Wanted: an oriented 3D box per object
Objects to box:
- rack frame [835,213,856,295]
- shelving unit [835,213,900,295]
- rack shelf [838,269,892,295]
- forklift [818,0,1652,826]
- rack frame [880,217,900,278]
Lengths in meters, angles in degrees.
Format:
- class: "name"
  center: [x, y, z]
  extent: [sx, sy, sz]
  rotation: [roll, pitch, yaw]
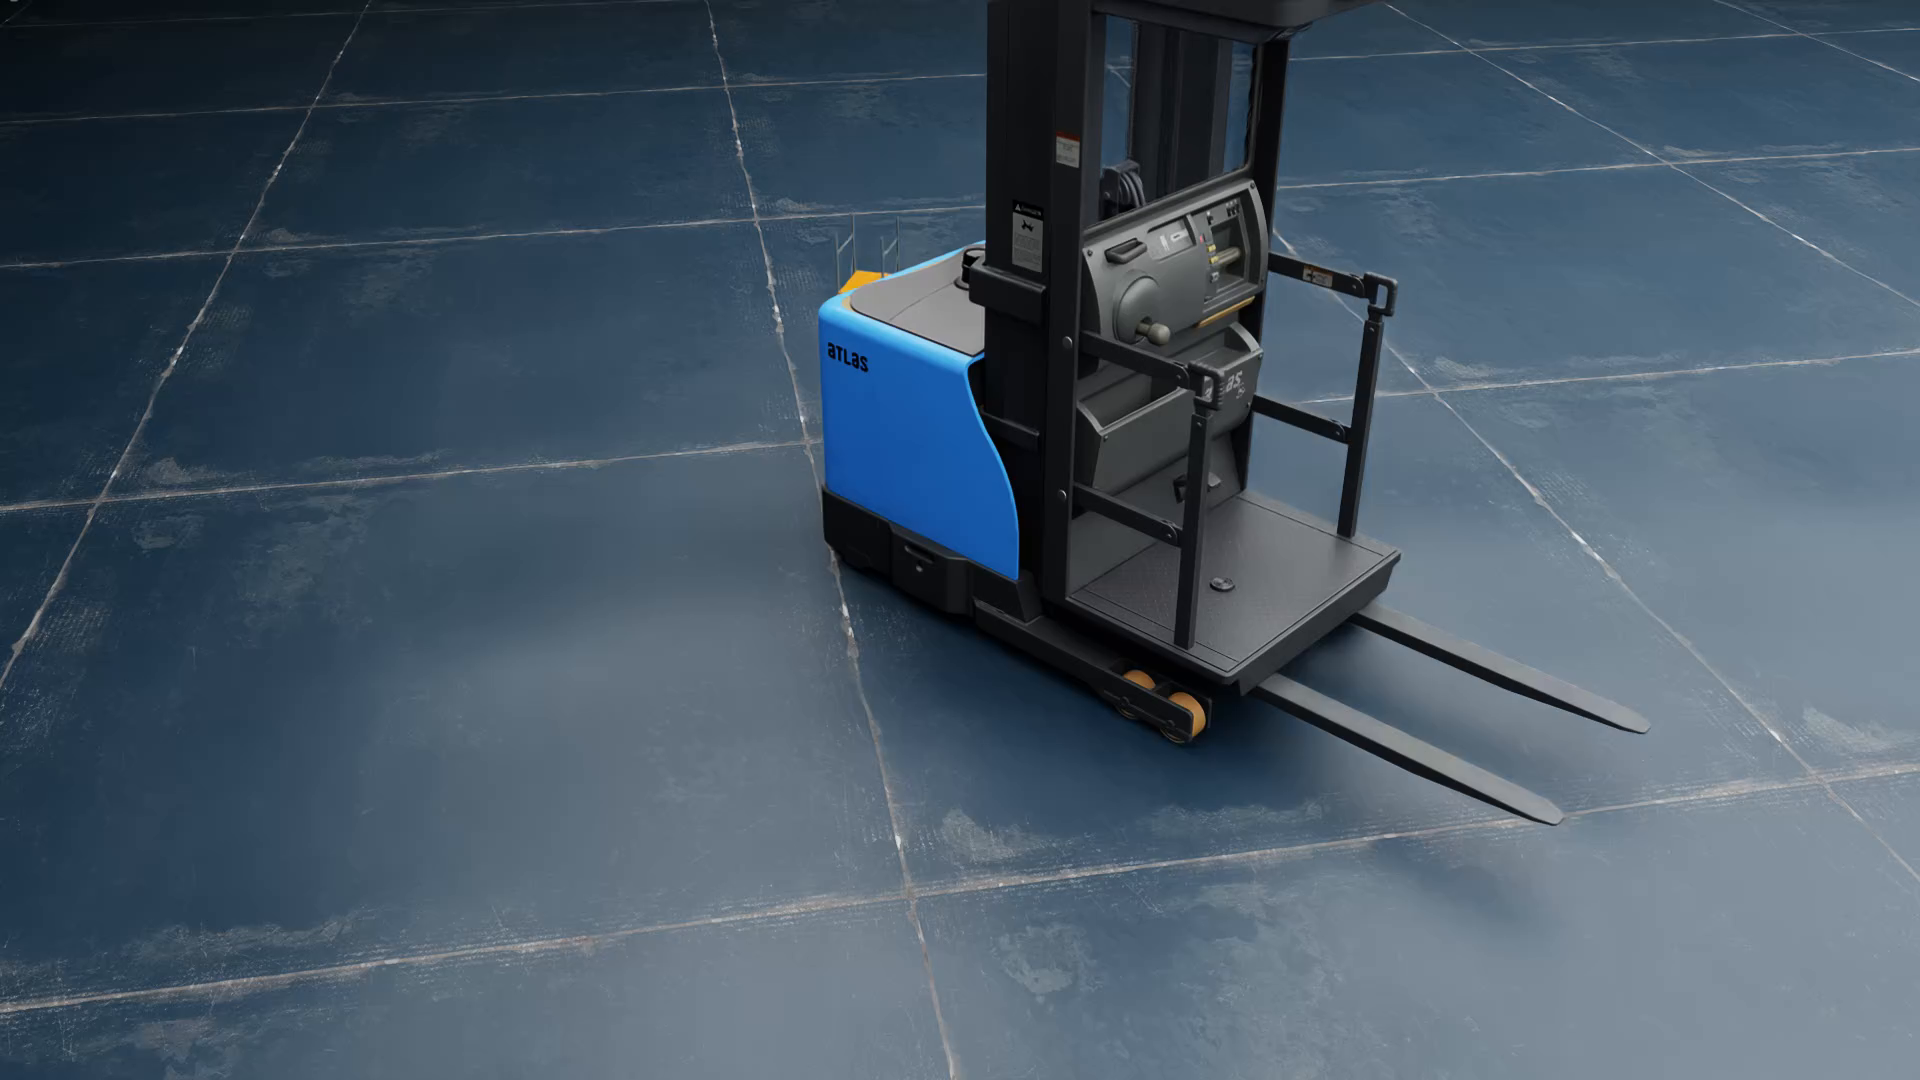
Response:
- class: "rack frame"
  center: [-0.450, -0.717, 6.785]
  extent: [0.006, 1.200, 0.240]
  rotation: [7, 31, 12]
- class: "shelving unit"
  center: [-0.361, -0.706, 6.766]
  extent: [0.189, 1.200, 0.258]
  rotation: [7, 31, 12]
- class: "rack shelf"
  center: [-0.361, -0.978, 6.606]
  extent: [0.180, 0.103, 0.258]
  rotation: [7, 31, 12]
- class: "forklift"
  center: [0.877, -0.882, 5.358]
  extent: [3.031, 2.935, 1.130]
  rotation: [25, 39, 36]
- class: "rack frame"
  center: [-0.272, -0.695, 6.747]
  extent: [0.006, 1.200, 0.240]
  rotation: [7, 31, 12]
